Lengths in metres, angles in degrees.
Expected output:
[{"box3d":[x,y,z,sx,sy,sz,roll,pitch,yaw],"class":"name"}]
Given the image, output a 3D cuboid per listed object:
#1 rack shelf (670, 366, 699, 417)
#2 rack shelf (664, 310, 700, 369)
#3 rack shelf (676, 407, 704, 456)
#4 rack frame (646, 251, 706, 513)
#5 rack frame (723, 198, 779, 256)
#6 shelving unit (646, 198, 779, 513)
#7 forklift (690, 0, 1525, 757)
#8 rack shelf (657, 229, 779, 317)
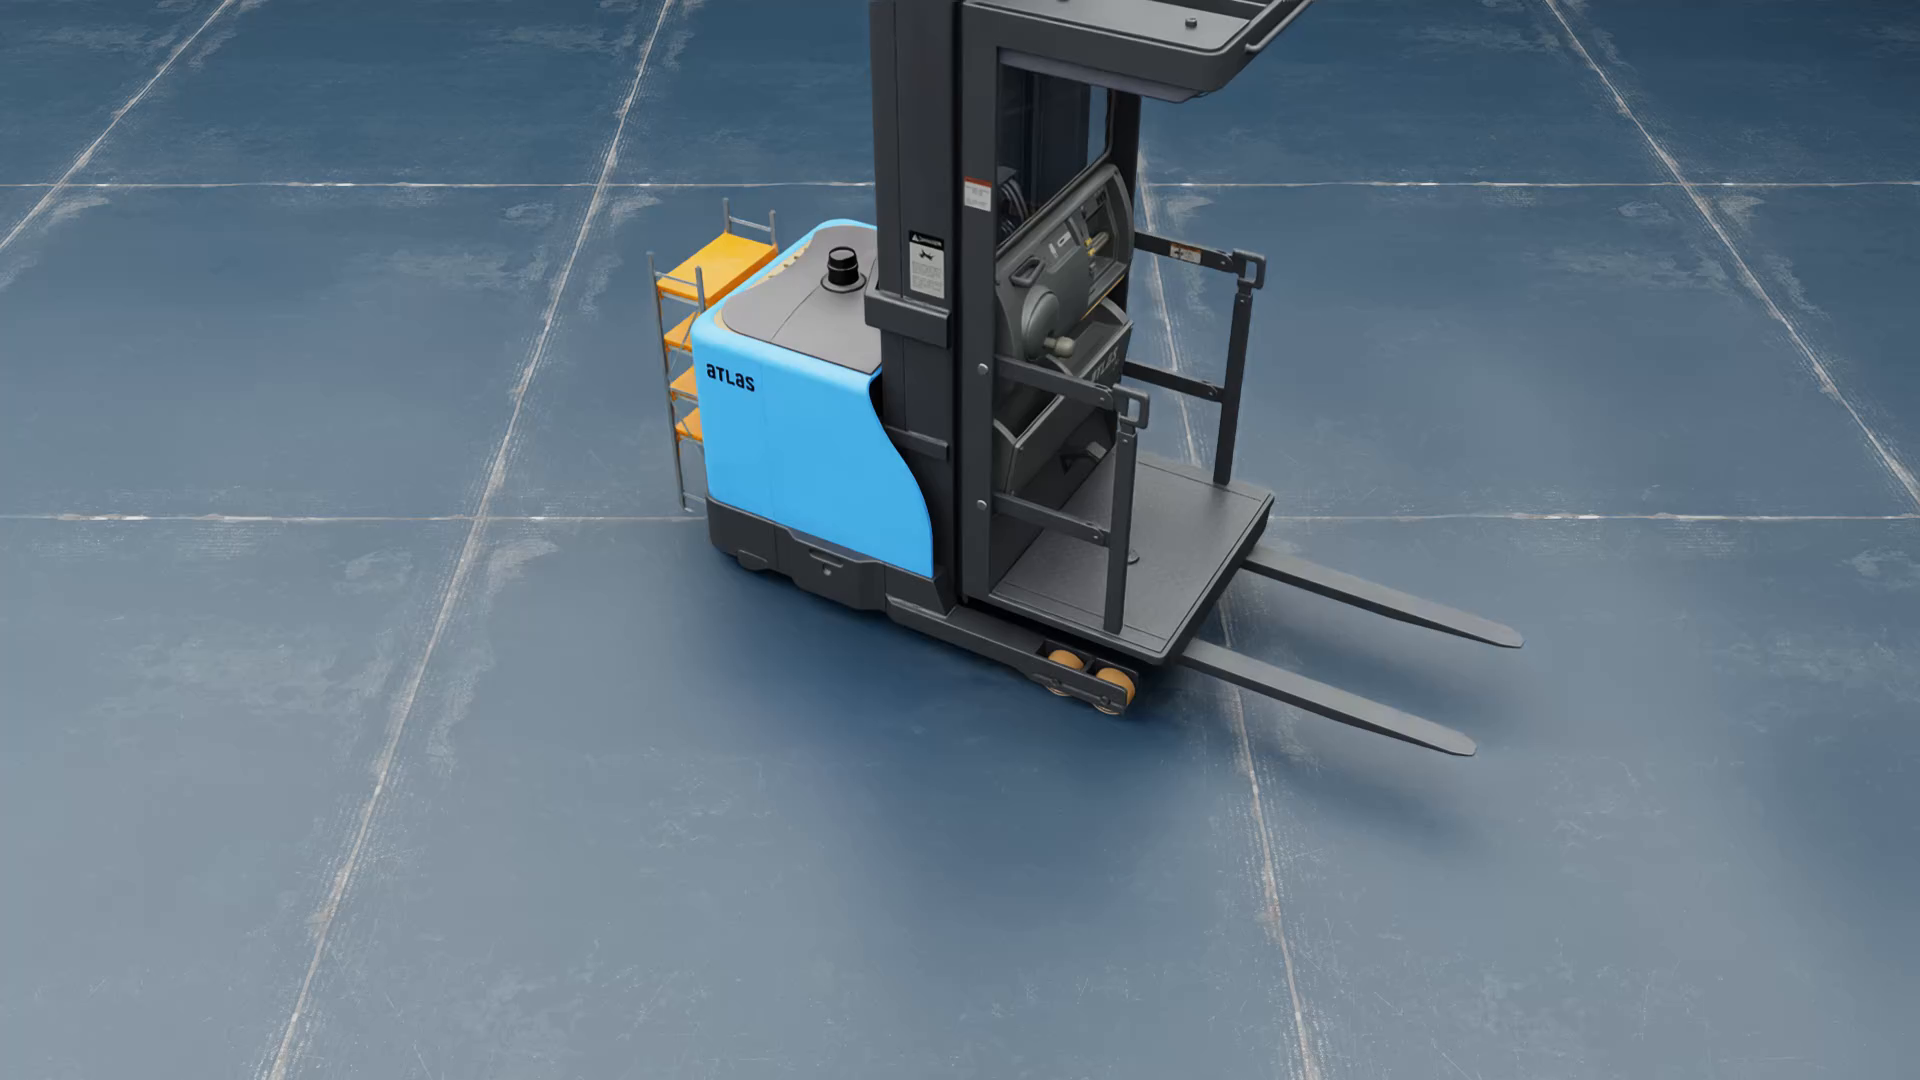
[{"box3d":[-0.936,-0.645,6.703,0.258,0.148,0.480,19,42,22],"class":"rack shelf"},{"box3d":[-0.936,-0.820,6.563,0.258,0.148,0.480,19,42,22],"class":"rack shelf"},{"box3d":[-0.936,-0.490,6.827,0.258,0.148,0.480,19,42,22],"class":"rack shelf"},{"box3d":[-1.054,-0.564,6.494,0.240,1.200,0.015,19,42,22],"class":"rack frame"},{"box3d":[-0.819,-0.831,6.828,0.240,1.200,0.015,19,42,22],"class":"rack frame"},{"box3d":[-0.936,-0.698,6.661,0.258,1.200,0.503,19,42,22],"class":"shelving unit"},{"box3d":[0.541,-0.900,5.529,3.031,2.935,1.130,19,43,22],"class":"forklift"},{"box3d":[-0.936,-1.004,6.415,0.258,0.148,0.480,19,42,22],"class":"rack shelf"}]
